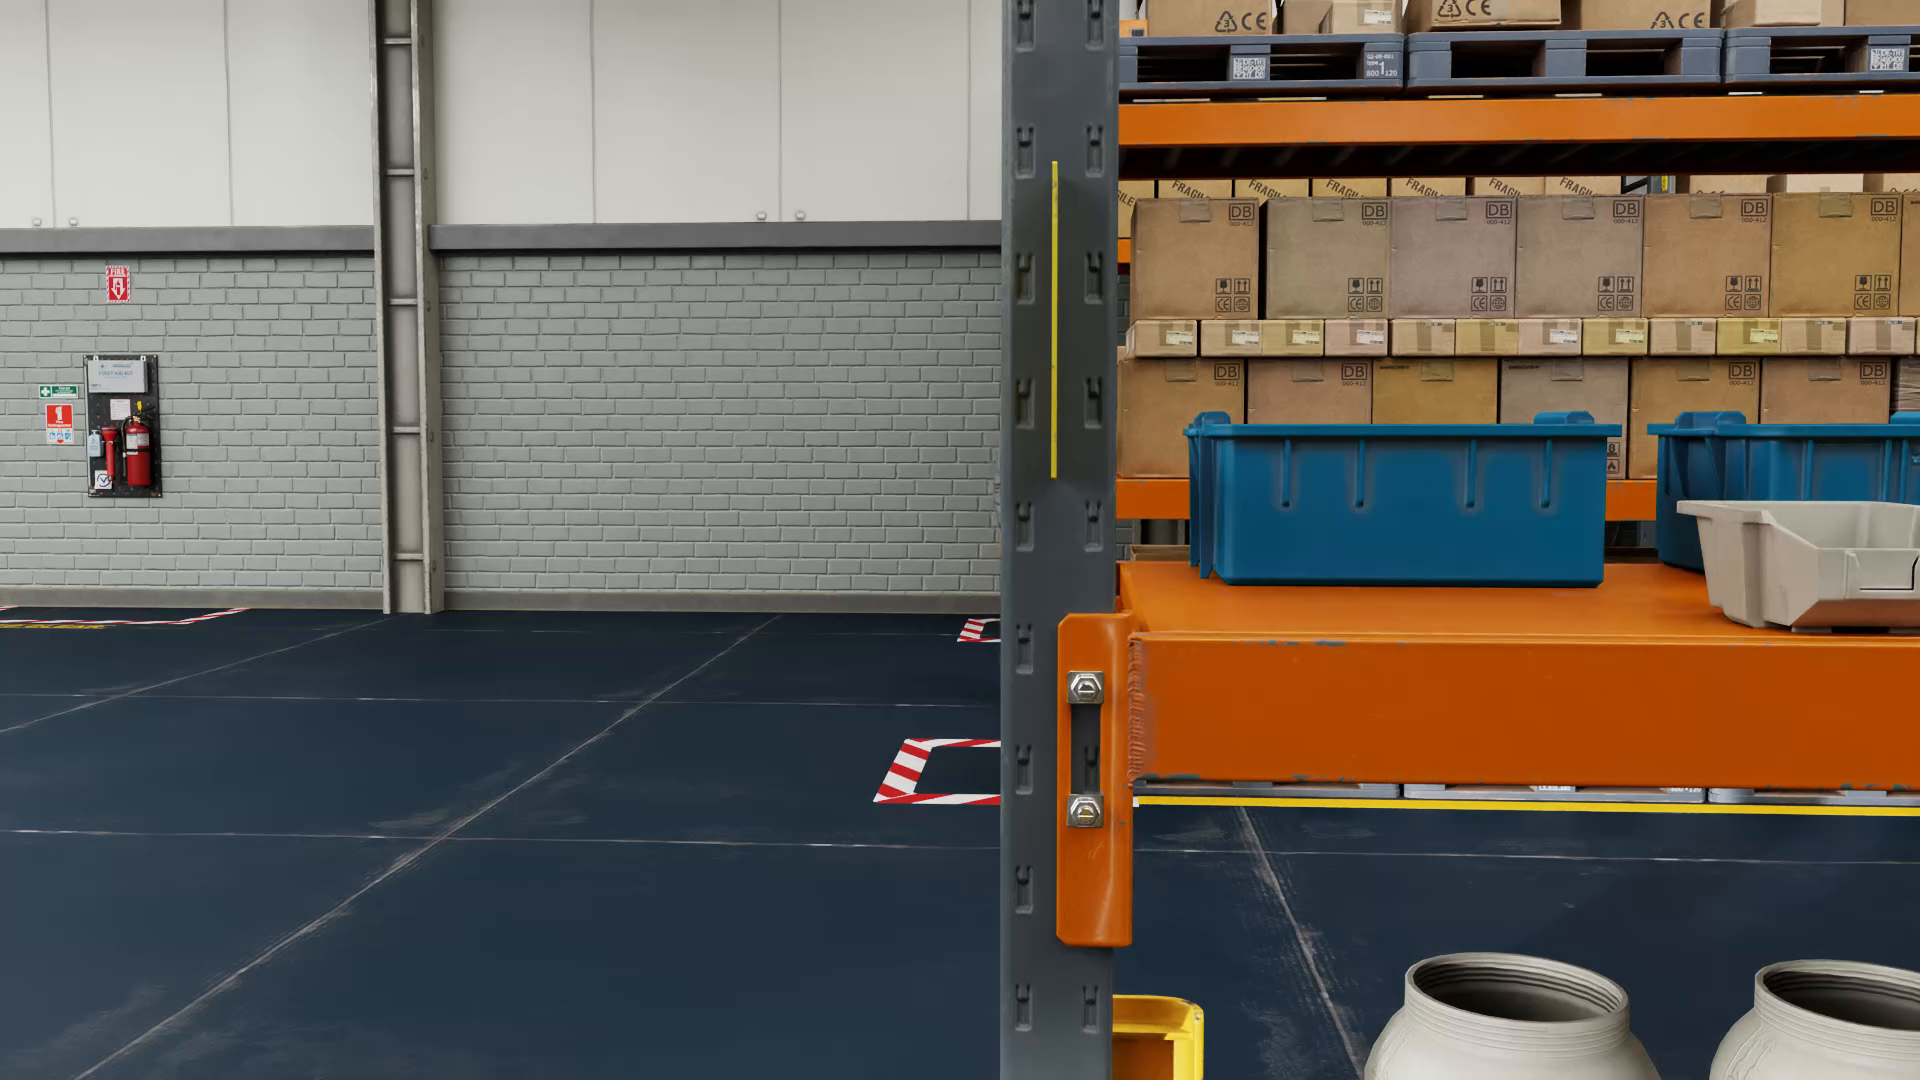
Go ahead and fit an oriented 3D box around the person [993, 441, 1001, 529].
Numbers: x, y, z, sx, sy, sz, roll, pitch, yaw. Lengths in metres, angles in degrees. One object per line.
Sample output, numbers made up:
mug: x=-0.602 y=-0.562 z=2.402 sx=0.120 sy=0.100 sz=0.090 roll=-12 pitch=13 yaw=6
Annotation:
person: x=0.464 y=0.017 z=9.304 sx=0.559 sy=1.759 sz=0.480 roll=0 pitch=4 yaw=-6
